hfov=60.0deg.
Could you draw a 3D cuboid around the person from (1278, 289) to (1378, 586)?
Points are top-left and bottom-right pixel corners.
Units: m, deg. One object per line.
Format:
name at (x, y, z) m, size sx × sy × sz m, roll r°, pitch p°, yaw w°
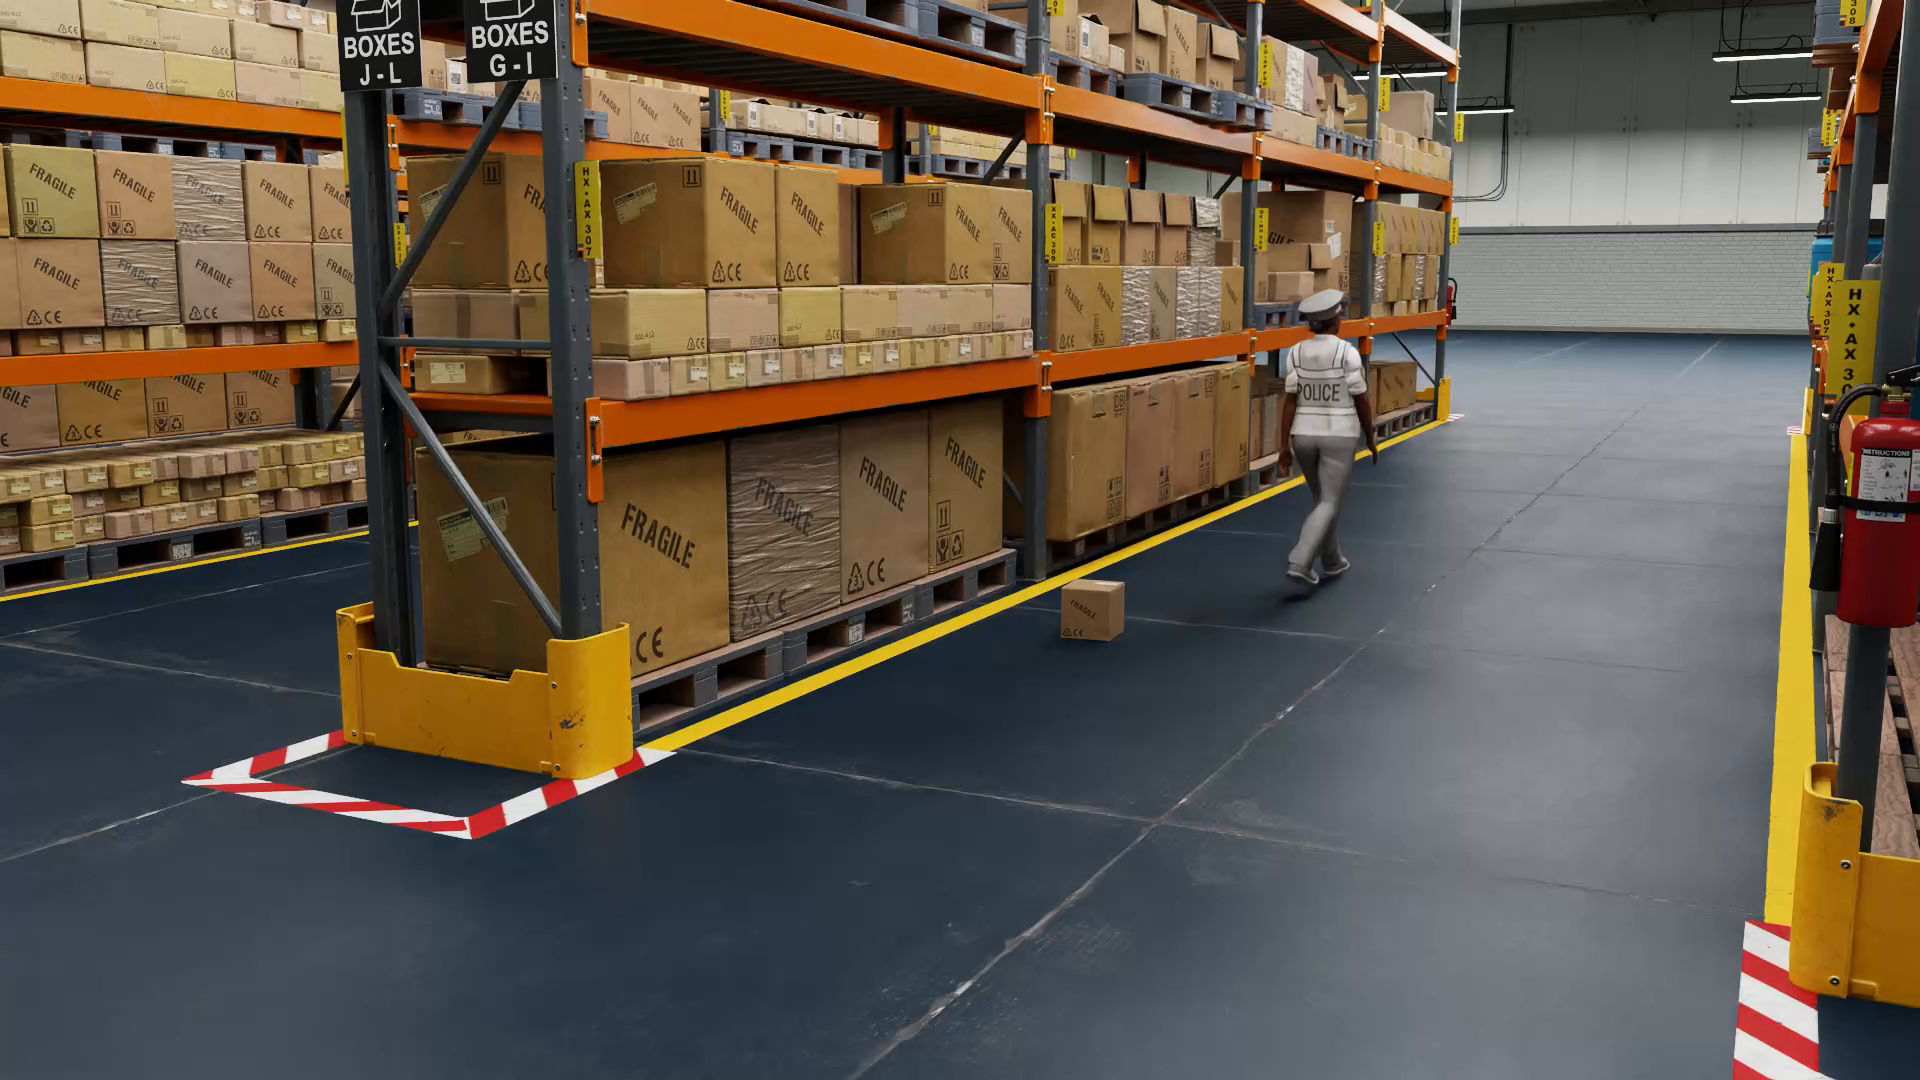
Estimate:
person at (2.054, -0.569, 9.279) m, size 0.465 × 1.639 × 0.978 m, roll 7°, pitch 12°, yaw 38°
